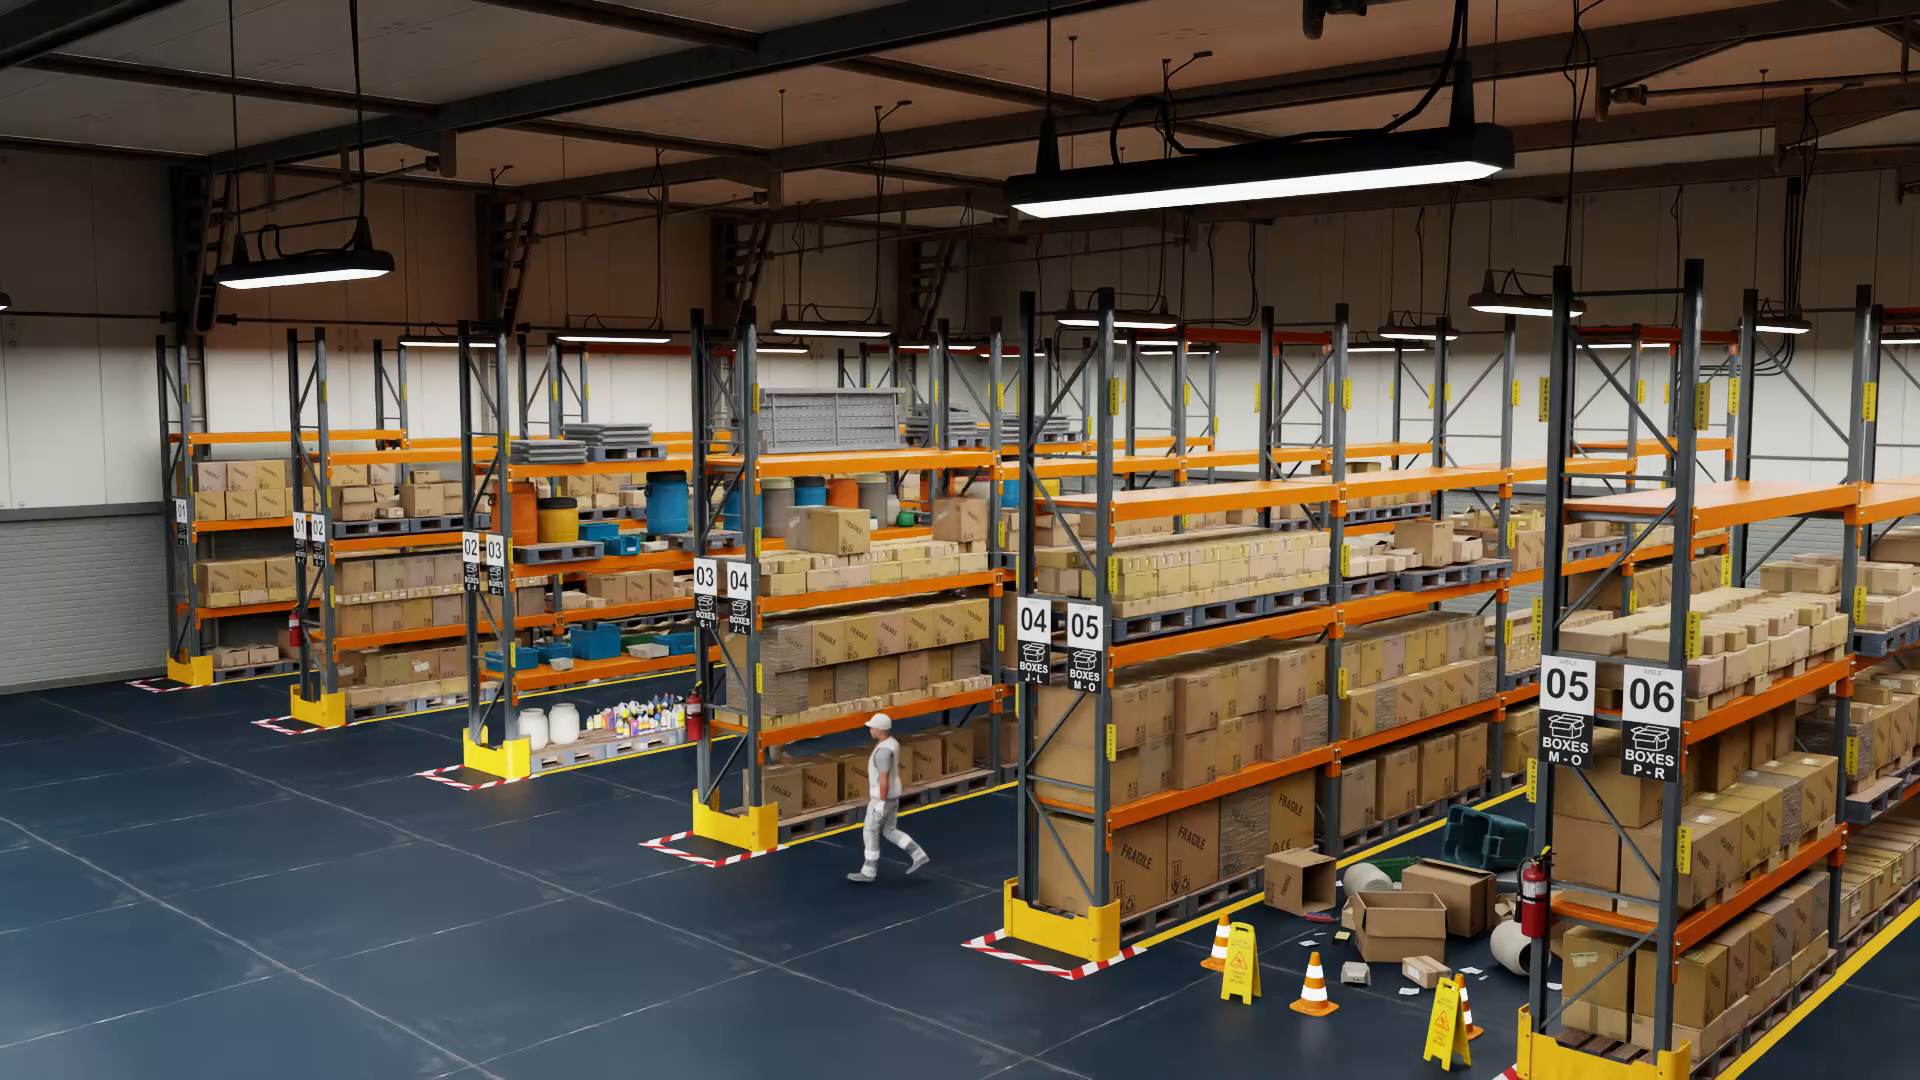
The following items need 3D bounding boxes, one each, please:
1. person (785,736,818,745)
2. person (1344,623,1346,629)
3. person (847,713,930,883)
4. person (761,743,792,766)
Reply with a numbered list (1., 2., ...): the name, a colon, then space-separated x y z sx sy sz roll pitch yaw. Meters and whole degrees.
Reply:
1. person: -2.309 2.131 23.869 0.517 1.538 0.938 2 6 21
2. person: 5.680 2.013 24.879 0.506 1.605 1.034 5 7 41
3. person: -0.739 2.671 17.239 0.847 1.774 0.642 1 6 13
4. person: -2.364 2.340 21.162 0.626 1.711 0.660 4 6 34
